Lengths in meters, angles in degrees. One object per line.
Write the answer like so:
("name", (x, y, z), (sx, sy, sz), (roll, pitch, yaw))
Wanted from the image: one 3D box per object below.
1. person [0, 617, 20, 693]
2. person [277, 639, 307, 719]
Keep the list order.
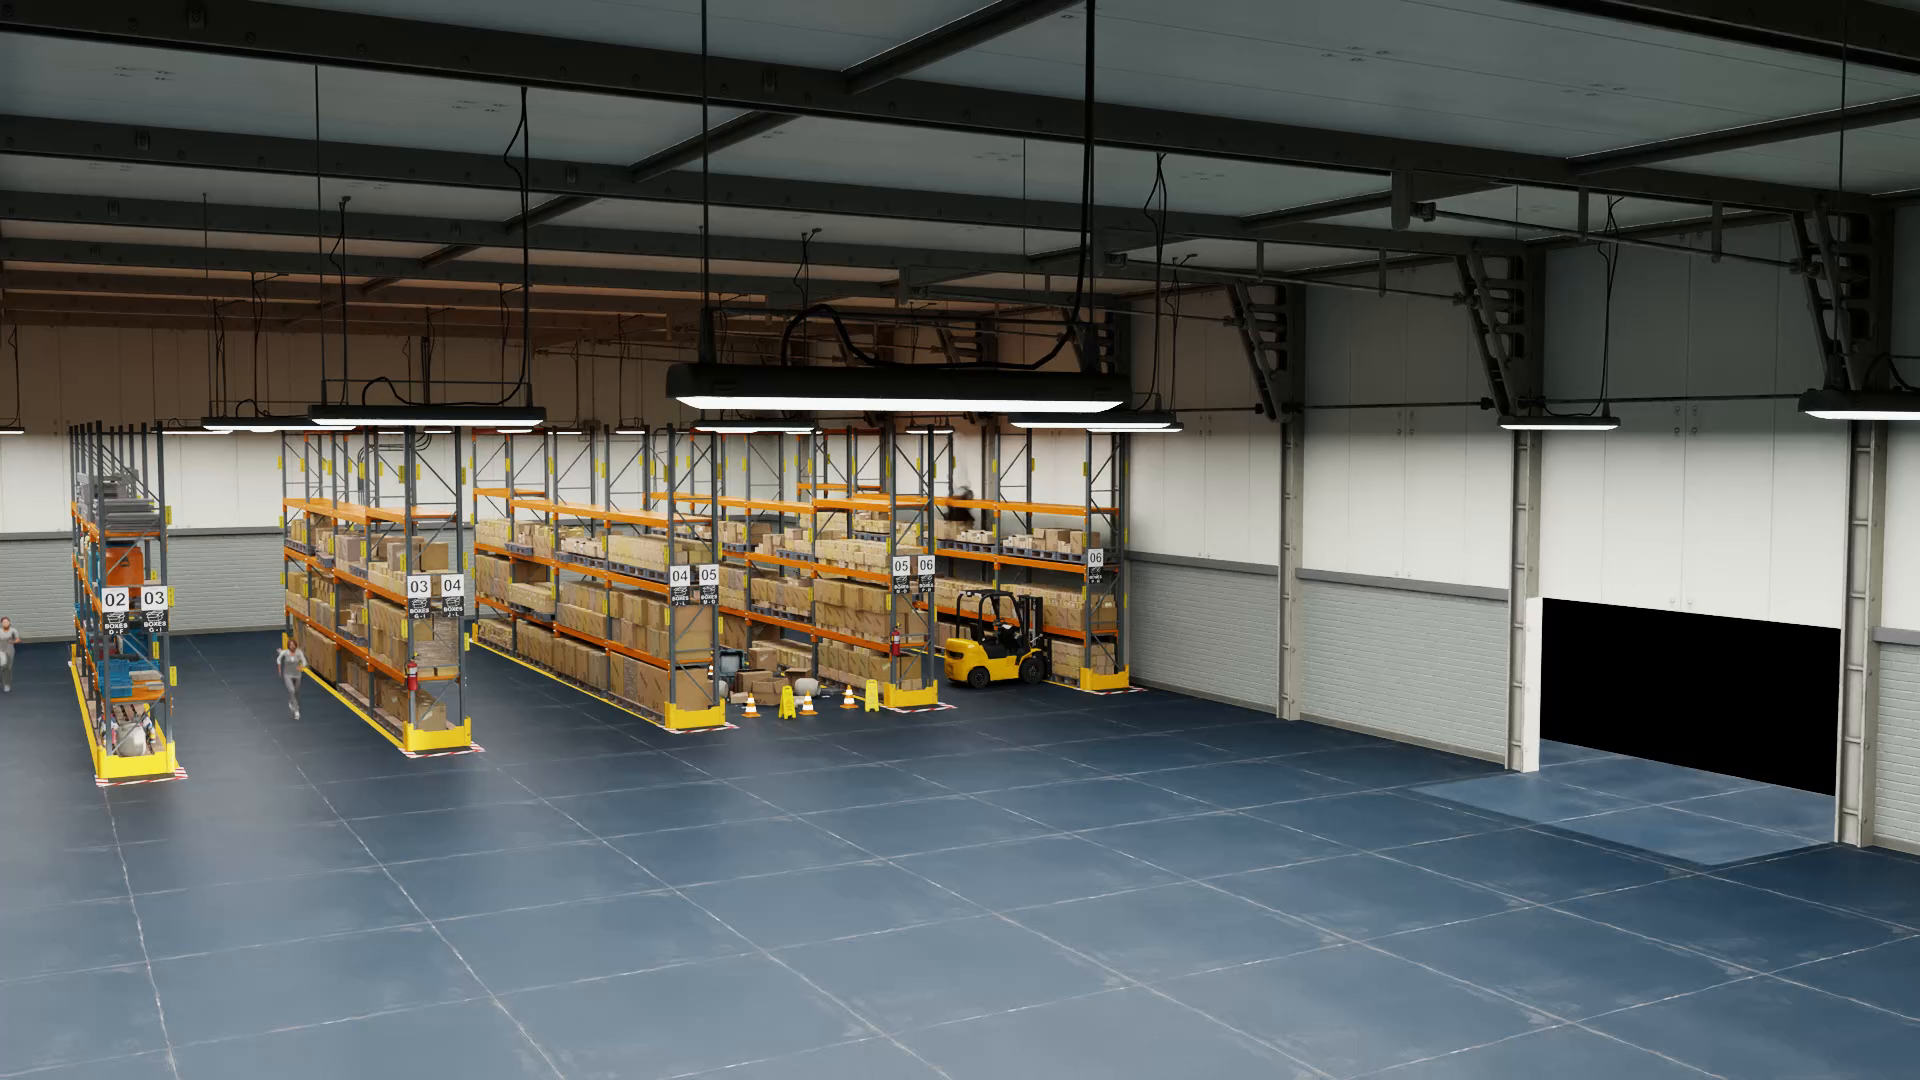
("person", (-21.563, 2.574, 37.571), (0.586, 1.691, 0.832), (-2, 4, -32))
("person", (-13.687, 2.819, 34.103), (0.557, 1.597, 0.929), (-2, 4, -29))
